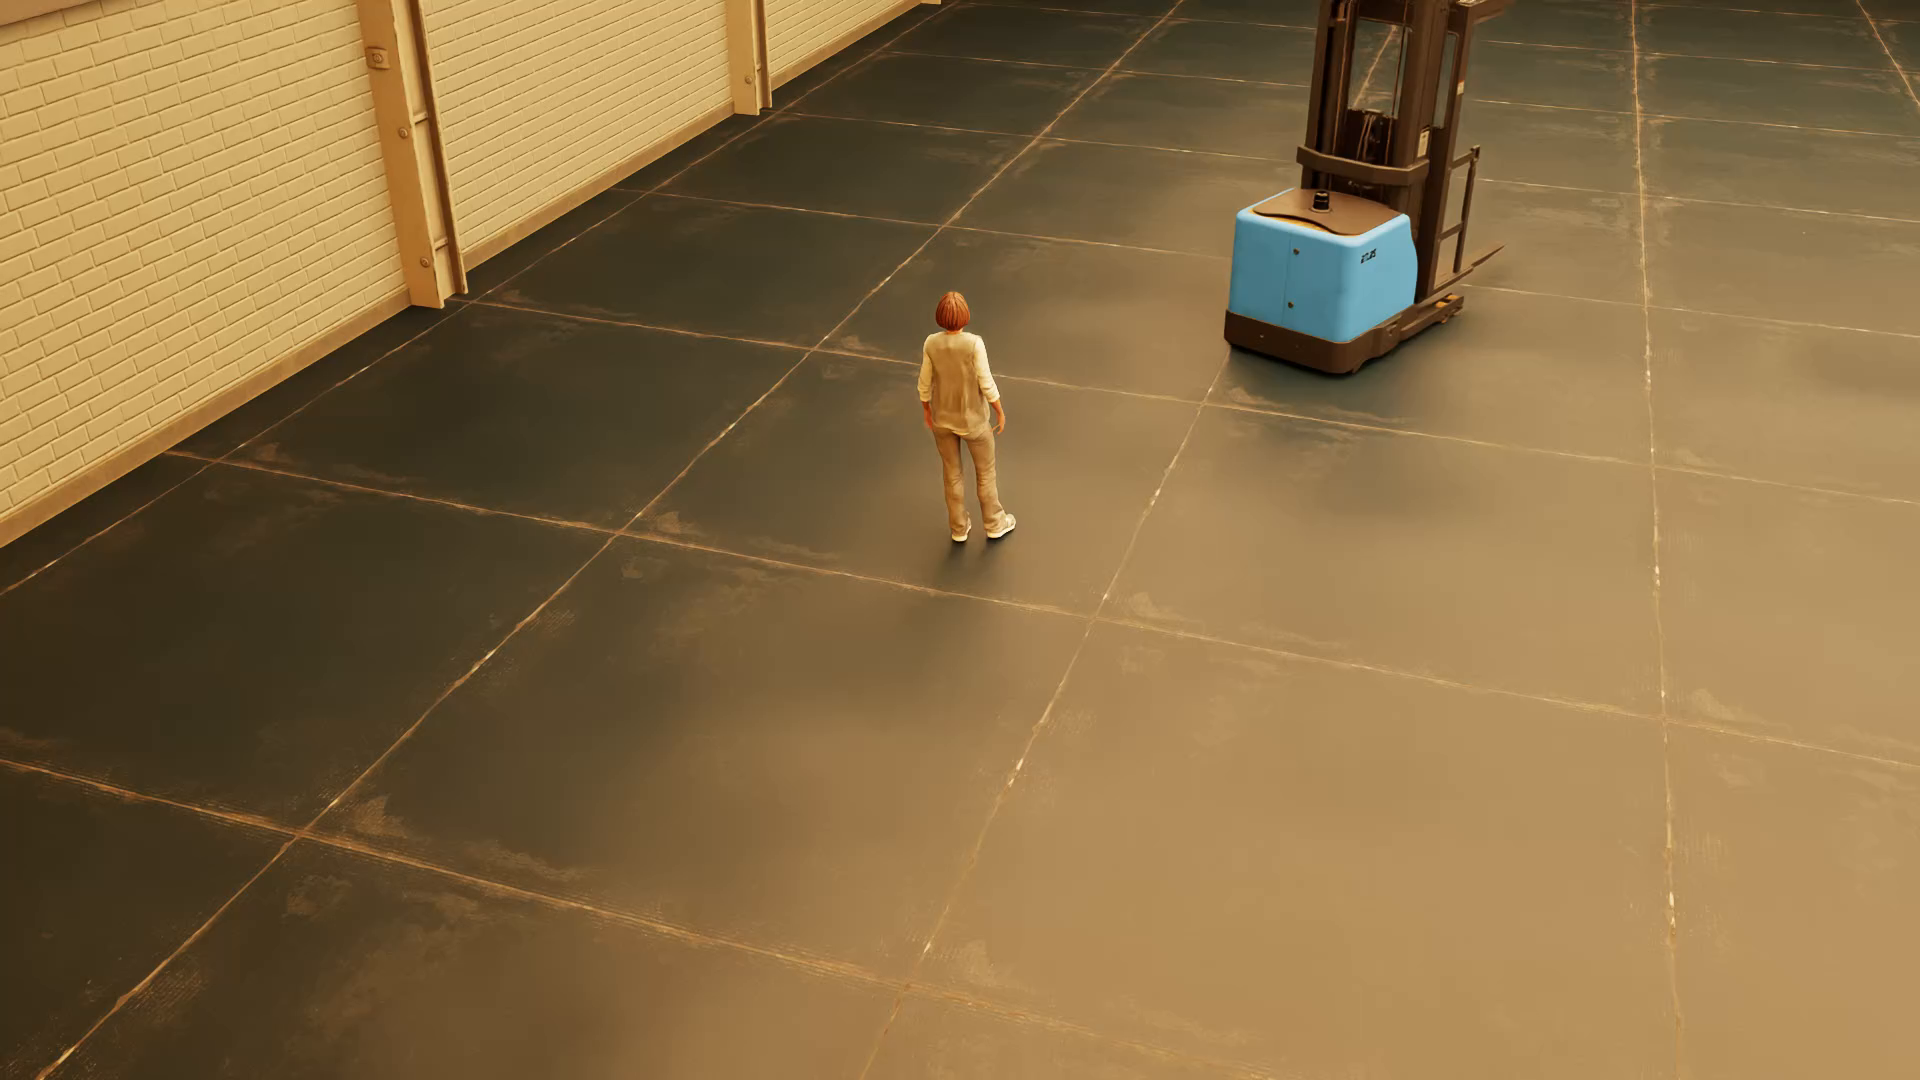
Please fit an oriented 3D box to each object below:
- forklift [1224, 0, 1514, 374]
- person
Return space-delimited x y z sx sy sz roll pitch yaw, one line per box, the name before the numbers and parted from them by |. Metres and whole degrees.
forklift | 3.354 -3.130 12.627 1.130 2.935 3.031 23 37 35
person | 0.037 -0.732 9.753 0.520 1.597 0.475 10 31 16
